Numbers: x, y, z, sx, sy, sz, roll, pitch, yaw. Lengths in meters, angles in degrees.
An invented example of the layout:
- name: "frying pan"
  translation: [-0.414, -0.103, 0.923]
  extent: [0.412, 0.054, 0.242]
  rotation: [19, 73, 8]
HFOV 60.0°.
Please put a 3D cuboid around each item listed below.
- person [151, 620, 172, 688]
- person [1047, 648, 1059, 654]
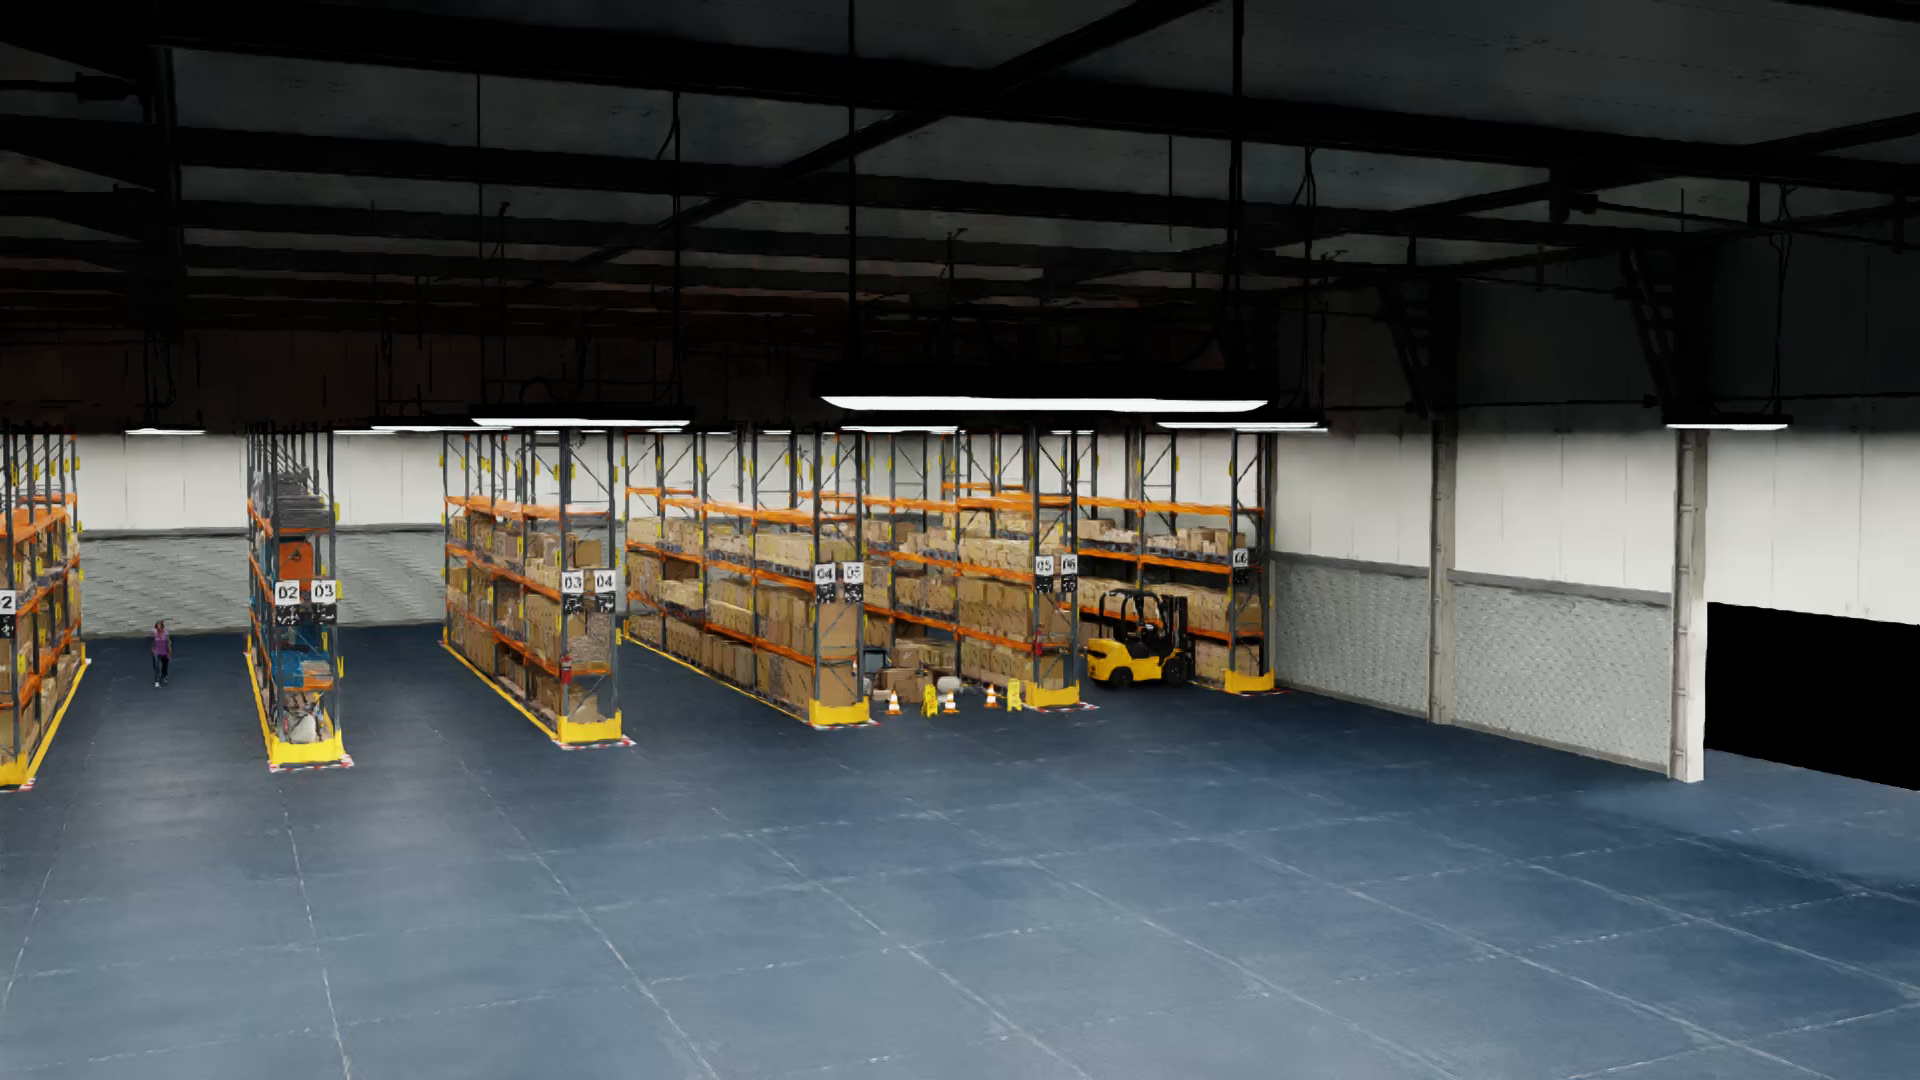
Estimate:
- name: "person"
  translation: [-18.267, 2.575, 38.050]
  extent: [0.417, 1.525, 1.034]
  rotation: [-2, 4, -26]
- name: "person"
  translation: [2.150, 2.388, 39.440]
  extent: [0.576, 1.708, 0.626]
  rotation: [0, 4, 7]
